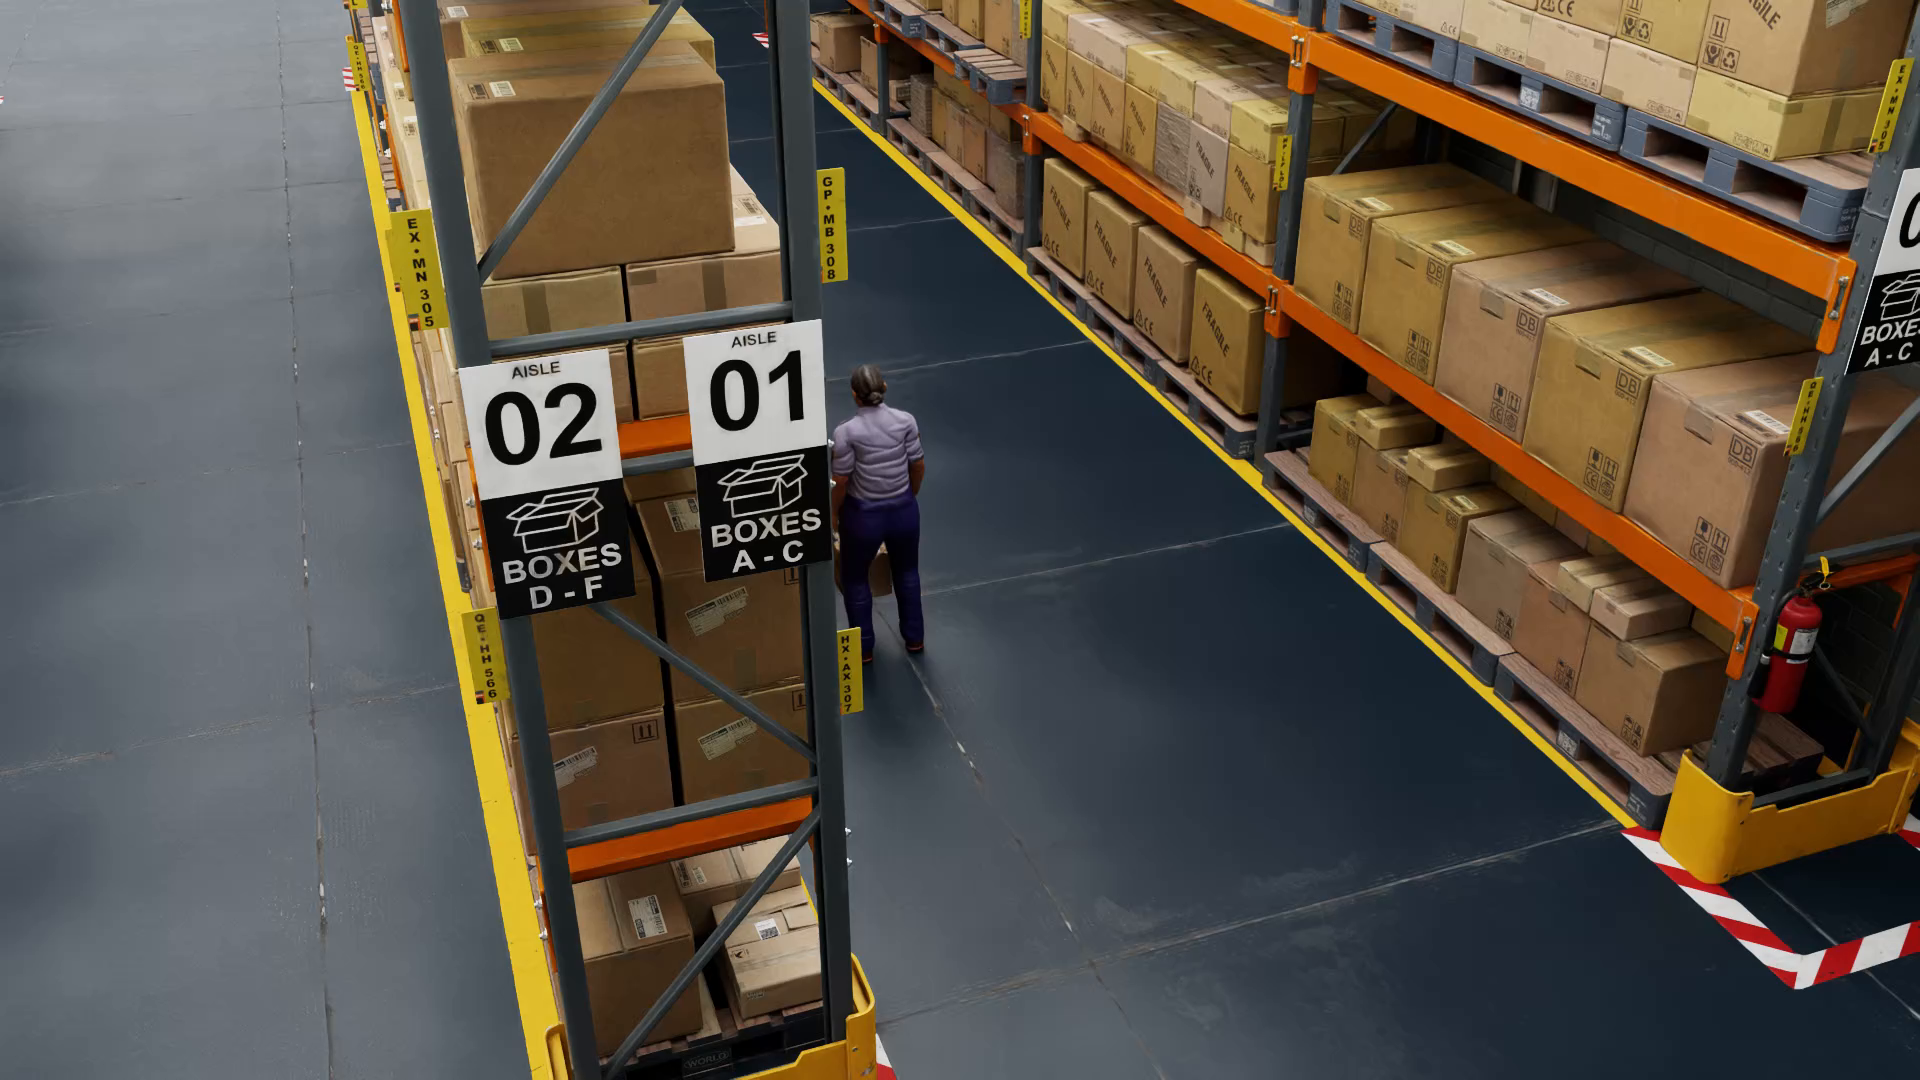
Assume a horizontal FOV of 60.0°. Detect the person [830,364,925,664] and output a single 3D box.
[{"bbox_3d":[-0.418,-0.126,8.562,0.530,1.654,0.368,-12,32,-19],"label":"person"}]
